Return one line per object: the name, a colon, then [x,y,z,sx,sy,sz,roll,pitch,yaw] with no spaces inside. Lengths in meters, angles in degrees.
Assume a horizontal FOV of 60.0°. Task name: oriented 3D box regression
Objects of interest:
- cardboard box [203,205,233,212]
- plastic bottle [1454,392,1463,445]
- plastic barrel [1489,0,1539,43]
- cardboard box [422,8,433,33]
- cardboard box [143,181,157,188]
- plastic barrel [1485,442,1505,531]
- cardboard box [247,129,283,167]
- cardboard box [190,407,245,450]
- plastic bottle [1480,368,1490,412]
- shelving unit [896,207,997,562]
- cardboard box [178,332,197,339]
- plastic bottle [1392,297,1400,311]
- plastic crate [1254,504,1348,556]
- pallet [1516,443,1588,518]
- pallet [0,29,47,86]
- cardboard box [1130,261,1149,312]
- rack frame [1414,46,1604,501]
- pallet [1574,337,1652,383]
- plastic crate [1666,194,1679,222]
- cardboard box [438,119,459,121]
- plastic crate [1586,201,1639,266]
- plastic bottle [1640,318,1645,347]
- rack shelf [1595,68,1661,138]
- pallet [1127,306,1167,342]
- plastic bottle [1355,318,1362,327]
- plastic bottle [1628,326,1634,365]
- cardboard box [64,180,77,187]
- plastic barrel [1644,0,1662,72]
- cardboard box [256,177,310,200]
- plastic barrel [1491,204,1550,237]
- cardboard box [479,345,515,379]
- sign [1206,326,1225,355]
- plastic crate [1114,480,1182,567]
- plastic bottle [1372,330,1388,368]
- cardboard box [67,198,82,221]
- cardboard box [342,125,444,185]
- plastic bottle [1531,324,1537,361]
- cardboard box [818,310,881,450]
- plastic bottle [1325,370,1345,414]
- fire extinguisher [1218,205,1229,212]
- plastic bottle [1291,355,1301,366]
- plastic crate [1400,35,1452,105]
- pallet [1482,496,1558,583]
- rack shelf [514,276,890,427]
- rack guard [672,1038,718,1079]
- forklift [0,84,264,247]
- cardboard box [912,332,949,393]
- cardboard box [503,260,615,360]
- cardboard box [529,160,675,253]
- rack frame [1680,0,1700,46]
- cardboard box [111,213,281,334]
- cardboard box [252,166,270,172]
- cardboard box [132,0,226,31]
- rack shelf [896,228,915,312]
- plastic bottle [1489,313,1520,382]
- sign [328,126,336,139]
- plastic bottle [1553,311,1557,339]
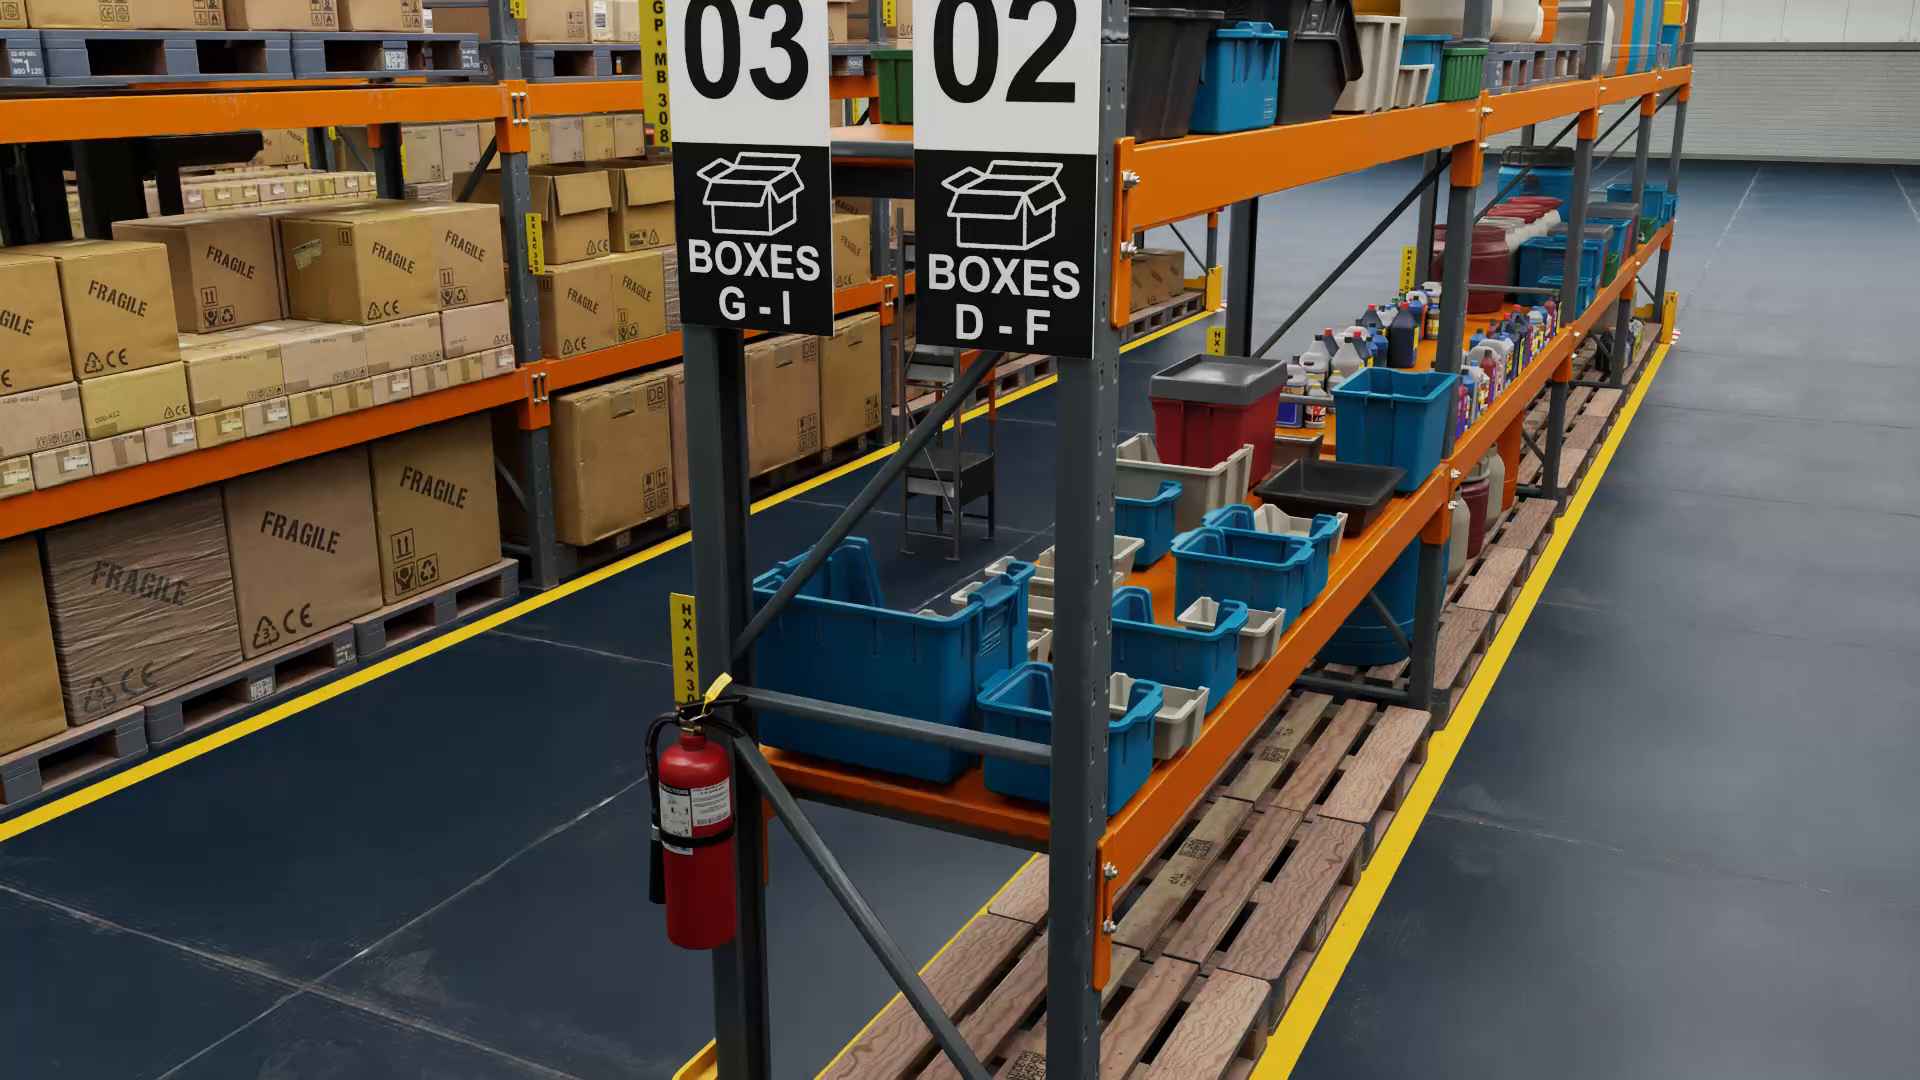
cardboard box: [-5.900,-2.537,12.979,0.380,0.149,0.250,8,18,24]
plastic bottle: [2.184,-0.569,7.378,0.061,0.283,0.133,8,18,25]
plastic barrel: [2.769,-2.839,8.569,0.433,0.535,0.433,0,17,0]
cardboard box: [-4.877,-4.693,15.031,0.500,0.311,0.500,8,18,25]
cardboard box: [-6.478,-2.767,13.230,0.380,0.149,0.250,8,18,25]
plastic barrel: [3.050,-0.332,10.005,0.421,0.512,0.421,0,17,0]
cardboard box: [-8.305,-4.633,19.420,0.500,0.500,0.500,8,18,26]
cardboard box: [-3.440,-0.517,7.439,0.380,0.149,0.250,8,18,24]
plastic bottle: [2.513,-0.729,8.060,0.097,0.201,0.097,0,17,0]
shelving unit: [-0.074,-0.964,10.083,0.431,2.100,0.503,8,18,25]
cardboard box: [-3.917,-0.817,7.749,0.500,0.250,0.500,8,18,25]
plastic bottle: [2.533,-1.275,9.754,0.061,0.283,0.133,8,18,25]
plastic crate: [1.129,-0.007,5.636,0.293,0.136,0.466,8,18,25]
pallet: [3.807,-0.461,11.705,1.003,0.211,1.213,8,18,25]
pallet: [-4.258,-1.783,6.147,1.003,0.211,1.213,8,18,25]
cardboard box: [1.743,-2.805,18.354,0.500,0.500,0.500,10,19,30]
rack frame: [3.426,-1.605,10.660,1.000,3.000,0.127,8,18,25]
pallet: [6.095,-1.765,16.095,1.003,0.211,1.213,8,18,25]
plastic crate: [7.045,-3.406,16.984,0.499,0.251,0.616,8,18,25]
cardboard box: [-7.045,-5.665,21.876,0.700,0.500,0.500,8,18,25]
plastic crate: [5.271,-2.492,13.535,0.402,0.464,0.583,8,18,25]
plastic bottle: [6.536,-1.996,15.974,0.061,0.283,0.133,9,19,27]
rack shelf: [4.320,-3.207,12.050,1.077,0.370,4.000,8,18,25]
pallet: [1.595,-2.405,18.250,1.003,0.211,1.213,8,18,25]
plastic bottle: [2.140,-1.051,9.001,0.061,0.283,0.133,8,18,25]
plastic bottle: [6.030,-1.766,15.081,0.144,0.351,0.185,7,18,23]
cardboard box: [-9.403,-3.704,17.429,0.380,0.149,0.250,7,18,22]
plastic barrel: [5.180,-4.145,13.063,0.600,0.901,0.708,8,18,25]
cardboard box: [-5.553,-2.876,13.598,0.380,0.149,0.250,9,19,27]
plastic barrel: [4.262,-2.286,12.715,0.433,0.535,0.433,0,17,0]
cardboard box: [-2.636,-0.976,8.985,0.380,0.149,0.250,8,18,26]
sign: [1.147,-0.789,7.427,0.100,0.325,0.005,8,18,25]
plastic crate: [0.539,-0.071,5.685,0.416,0.233,0.300,8,18,25]
plastic bottle: [2.198,-0.970,8.747,0.097,0.271,0.097,0,17,0]
cardboard box: [-6.478,-2.353,11.836,0.380,0.149,0.250,9,19,27]
cardboard box: [-5.188,-3.532,15.217,0.700,0.500,0.500,8,18,25]
plastic bottle: [3.195,-1.118,9.368,0.097,0.201,0.097,0,17,0]
cardboard box: [-1.332,-1.245,12.441,1.225,0.875,0.875,7,18,23]
plastic bottle: [1.809,-0.714,8.010,0.097,0.201,0.097,0,17,0]
fire extinguisher: [3.033,-4.206,19.554,0.296,0.674,0.183,8,18,25]
plastic bottle: [1.588,-0.736,7.940,0.061,0.283,0.133,8,18,25]
plastic crate: [1.517,-1.671,5.909,0.416,0.233,0.300,8,18,25]
pallet: [3.111,-0.062,10.363,1.003,0.211,1.213,8,18,25]
rack shelf: [-1.899,-1.381,11.169,1.077,0.370,4.000,8,18,25]
rack guard: [-0.148,1.639,4.129,1.175,0.500,0.348,8,18,25]
forklift: [-4.953,-1.472,10.334,1.130,2.935,3.031,8,18,25]
cardboard box: [-0.487,-1.564,14.139,0.700,0.500,0.500,6,18,21]
cardboard box: [-2.363,-1.350,9.624,0.500,0.500,0.500,8,18,26]
cardboard box: [-2.197,-2.082,10.329,0.797,0.503,0.637,8,18,26]
rack frame: [7.001,-6.519,16.666,1.000,3.000,0.127,8,18,25]
cardboard box: [-3.690,-1.299,8.055,0.500,0.500,0.500,7,18,24]
cardboard box: [-8.283,-4.294,19.418,0.380,0.149,0.250,8,18,24]
cardboard box: [-3.693,-2.493,7.292,0.700,0.500,0.500,9,19,28]
rack shelf: [-0.074,-1.622,9.888,0.431,0.518,0.480,8,18,25]
plastic bottle: [2.866,-1.017,8.765,0.144,0.351,0.185,8,18,25]
sign: [-7.585,-5.000,20.057,0.100,0.325,0.005,8,18,25]
plastic bottle: [3.559,-1.325,10.067,0.097,0.201,0.097,0,17,0]
